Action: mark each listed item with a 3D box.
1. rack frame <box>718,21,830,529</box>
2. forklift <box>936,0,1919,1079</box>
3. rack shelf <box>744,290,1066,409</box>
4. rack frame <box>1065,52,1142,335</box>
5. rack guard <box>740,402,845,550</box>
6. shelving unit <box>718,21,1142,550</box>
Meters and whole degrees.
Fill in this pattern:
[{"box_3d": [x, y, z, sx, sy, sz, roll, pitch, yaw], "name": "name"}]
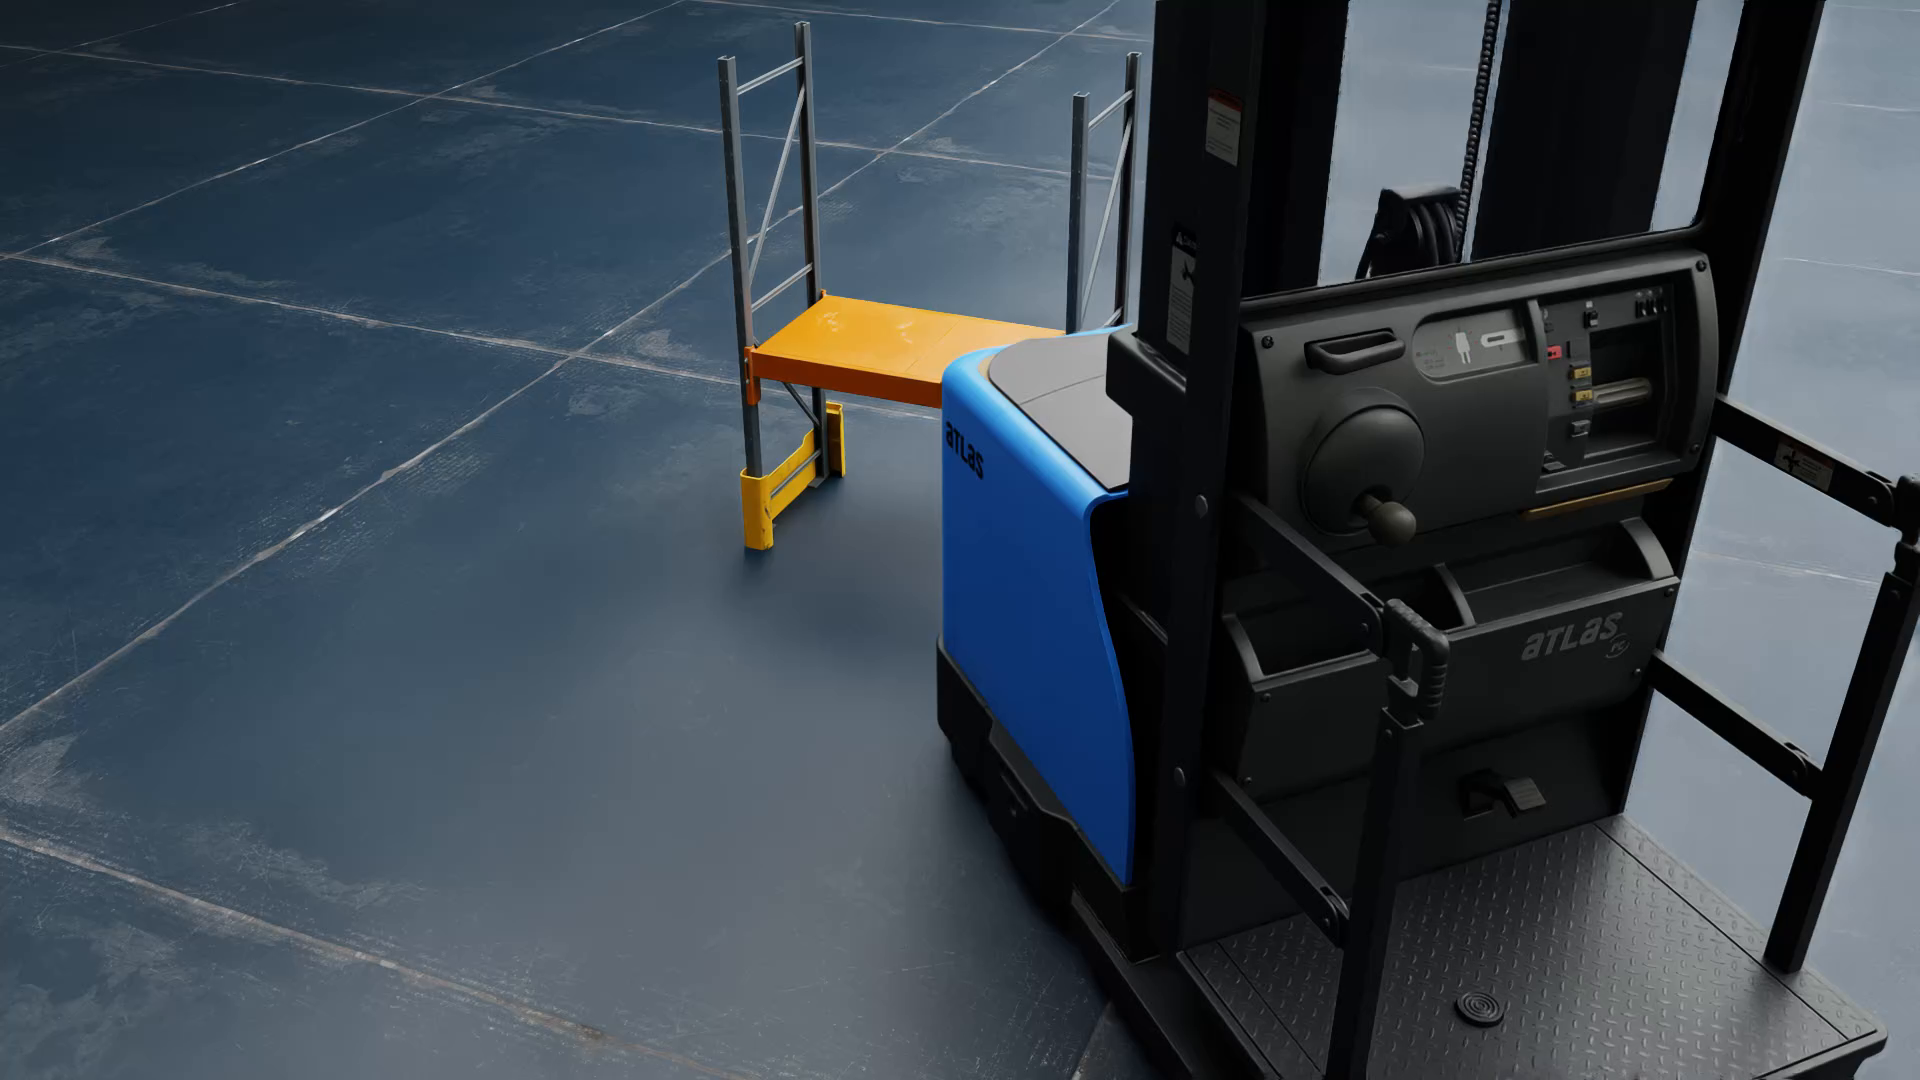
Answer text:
[{"box_3d": [-0.550, -0.763, 5.075, 0.032, 1.500, 0.500, 11, 31, 19], "name": "rack frame"}, {"box_3d": [0.981, -0.195, 2.617, 1.130, 2.935, 3.031, -12, 32, -20], "name": "forklift"}, {"box_3d": [-0.079, -0.512, 4.997, 1.000, 0.185, 0.538, 11, 31, 19], "name": "rack shelf"}, {"box_3d": [0.392, -0.575, 4.742, 0.032, 1.500, 0.500, 11, 31, 19], "name": "rack frame"}, {"box_3d": [-0.532, -0.215, 5.376, 0.087, 0.250, 0.587, 11, 31, 19], "name": "rack guard"}, {"box_3d": [-0.071, -0.667, 4.906, 1.083, 1.500, 0.587, 11, 31, 19], "name": "shelving unit"}]
